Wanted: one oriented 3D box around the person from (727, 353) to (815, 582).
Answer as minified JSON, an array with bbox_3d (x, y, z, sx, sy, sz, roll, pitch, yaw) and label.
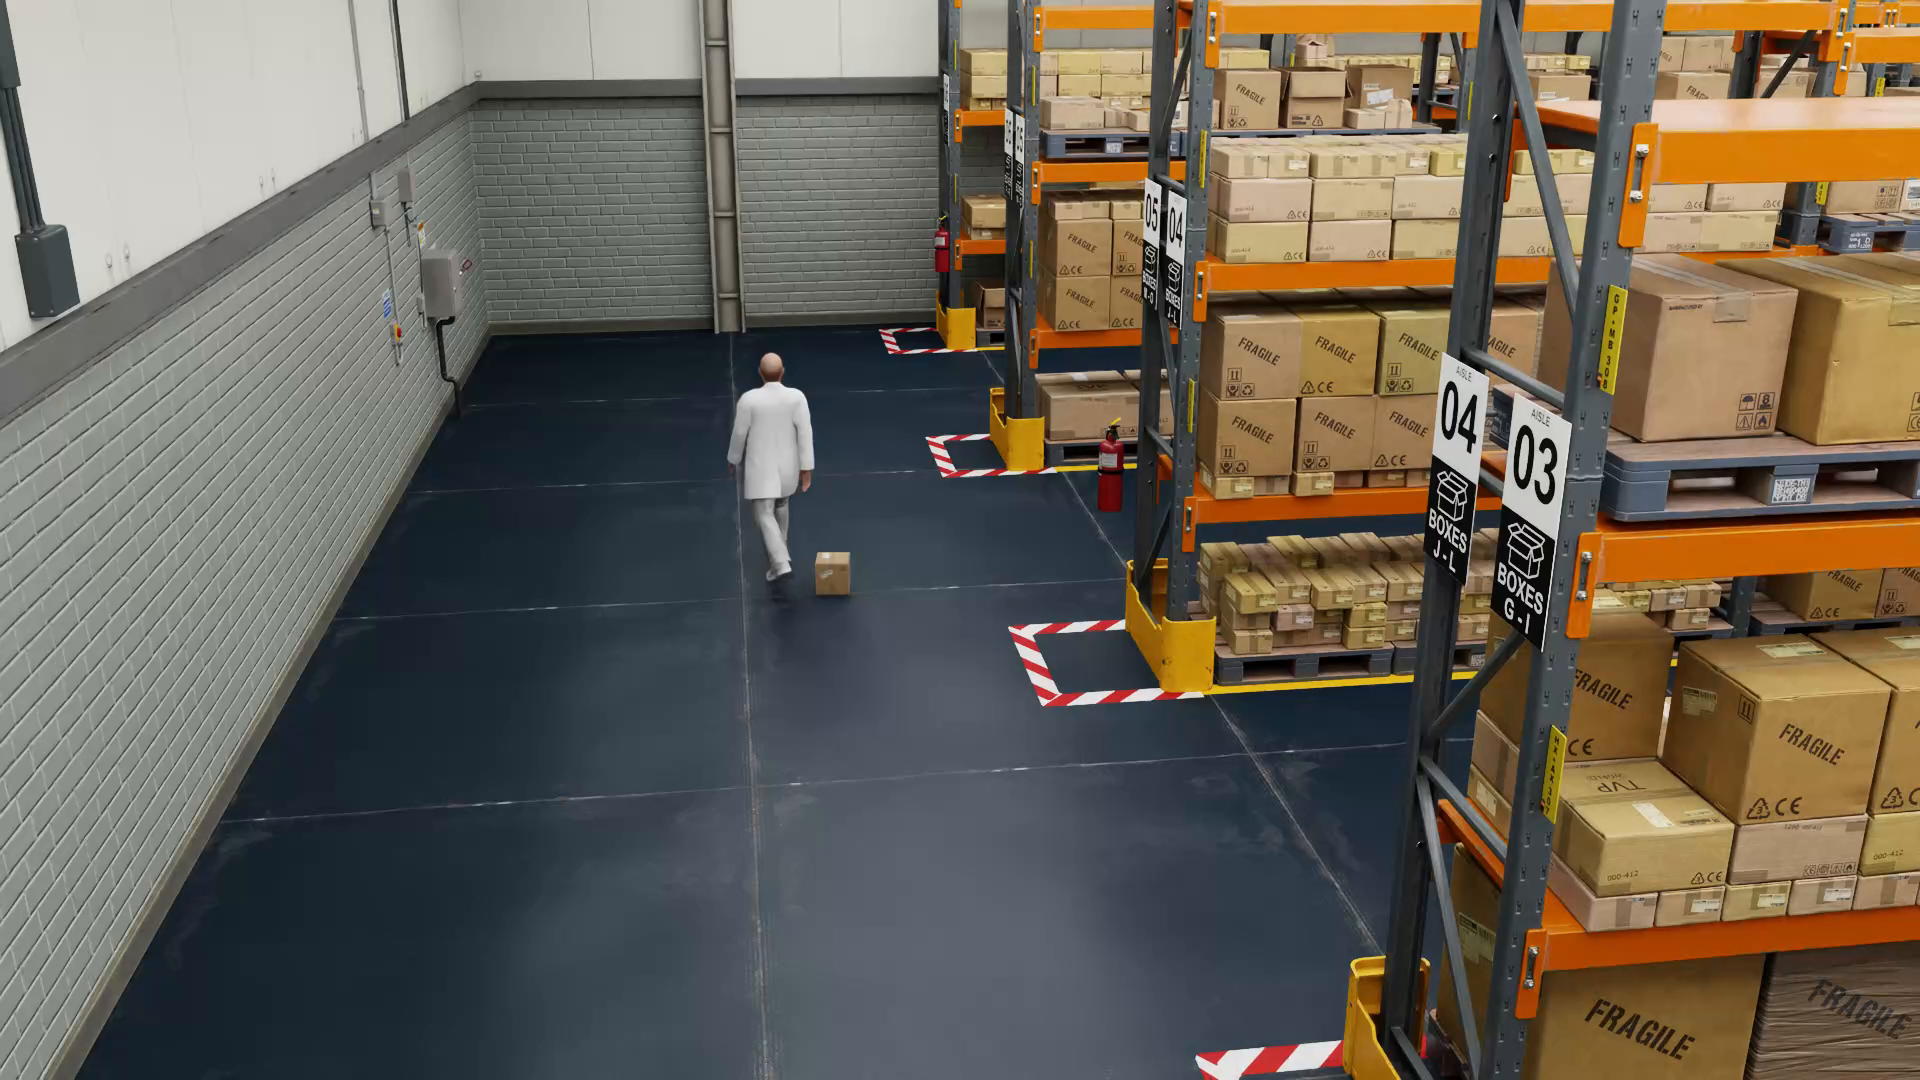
[{"bbox_3d":[-1.440,-0.574,12.674,0.598,1.733,1.052,-8,21,-22],"label":"person"}]
